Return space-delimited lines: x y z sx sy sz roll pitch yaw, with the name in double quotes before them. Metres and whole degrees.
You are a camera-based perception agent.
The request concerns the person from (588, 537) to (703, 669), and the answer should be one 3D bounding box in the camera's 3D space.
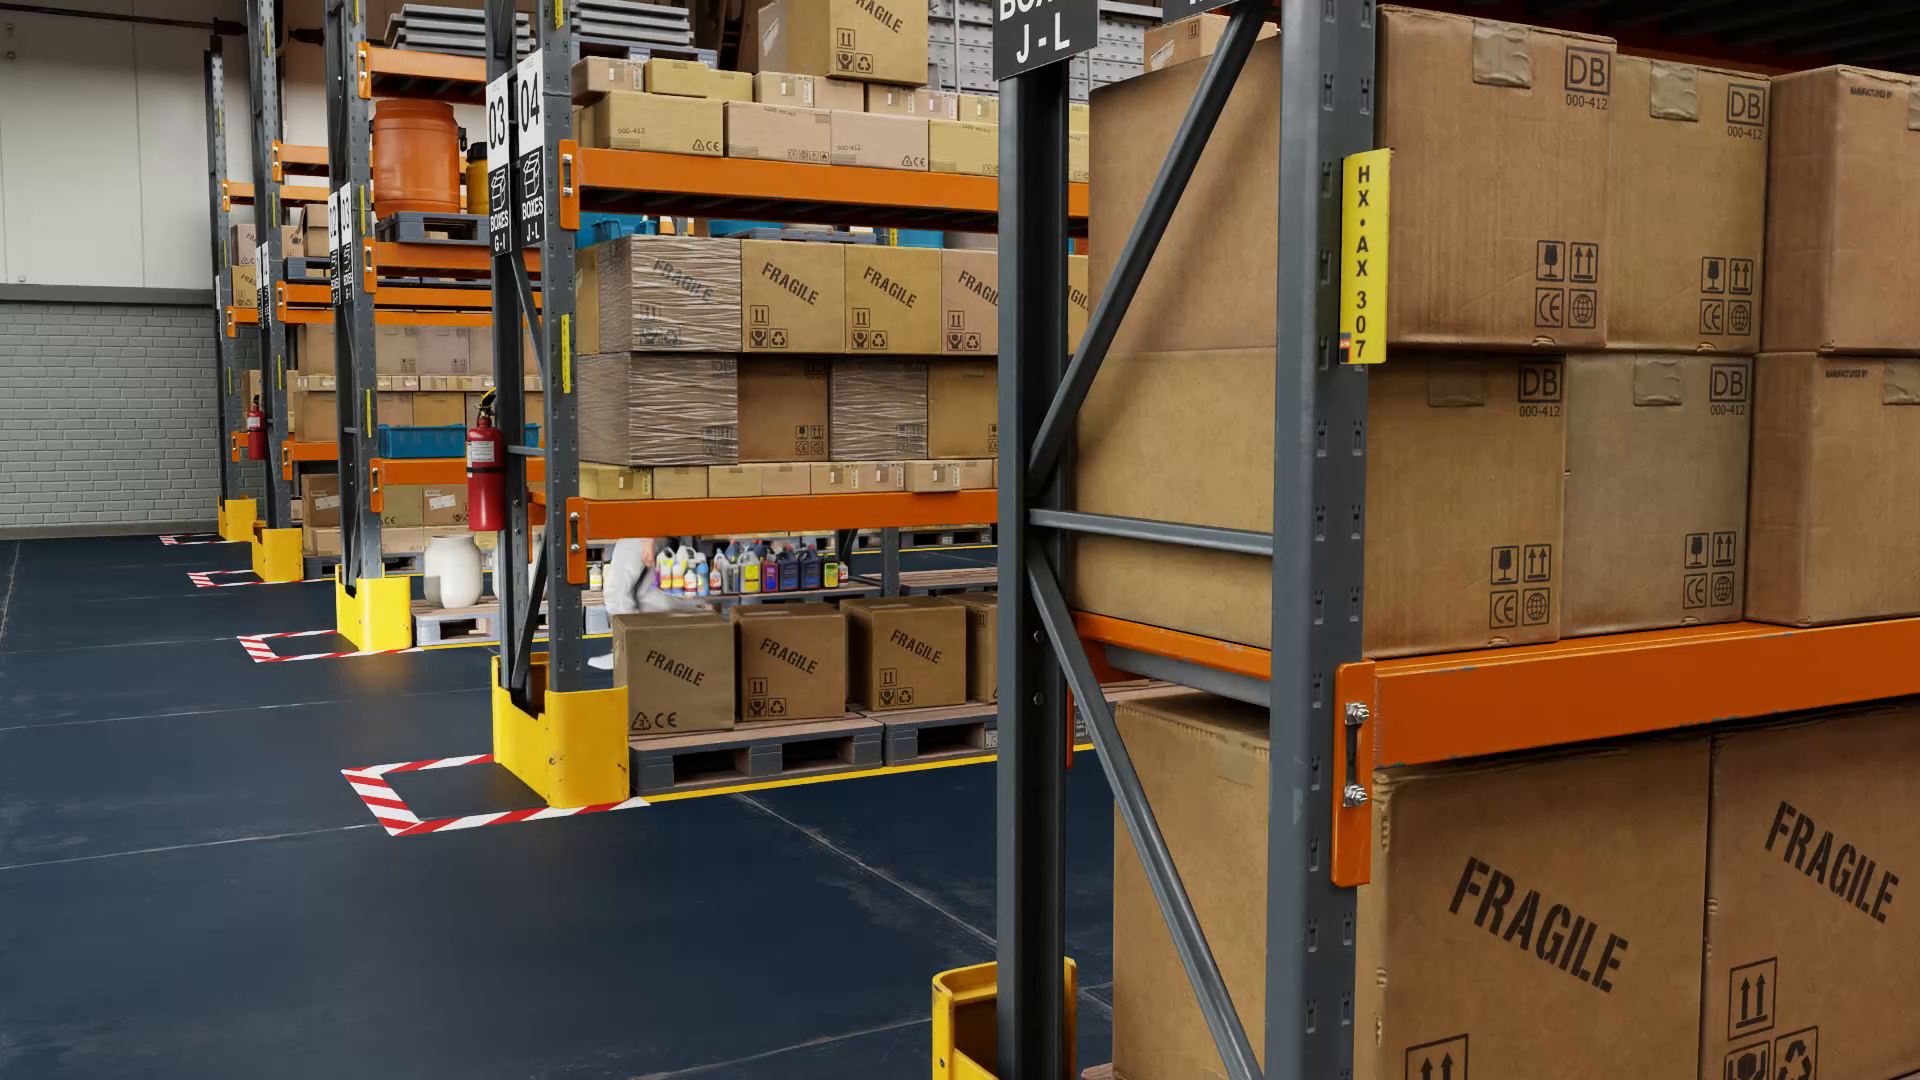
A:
"person" -1.985 -0.056 10.622 0.786 1.746 0.567 -1 5 -9
